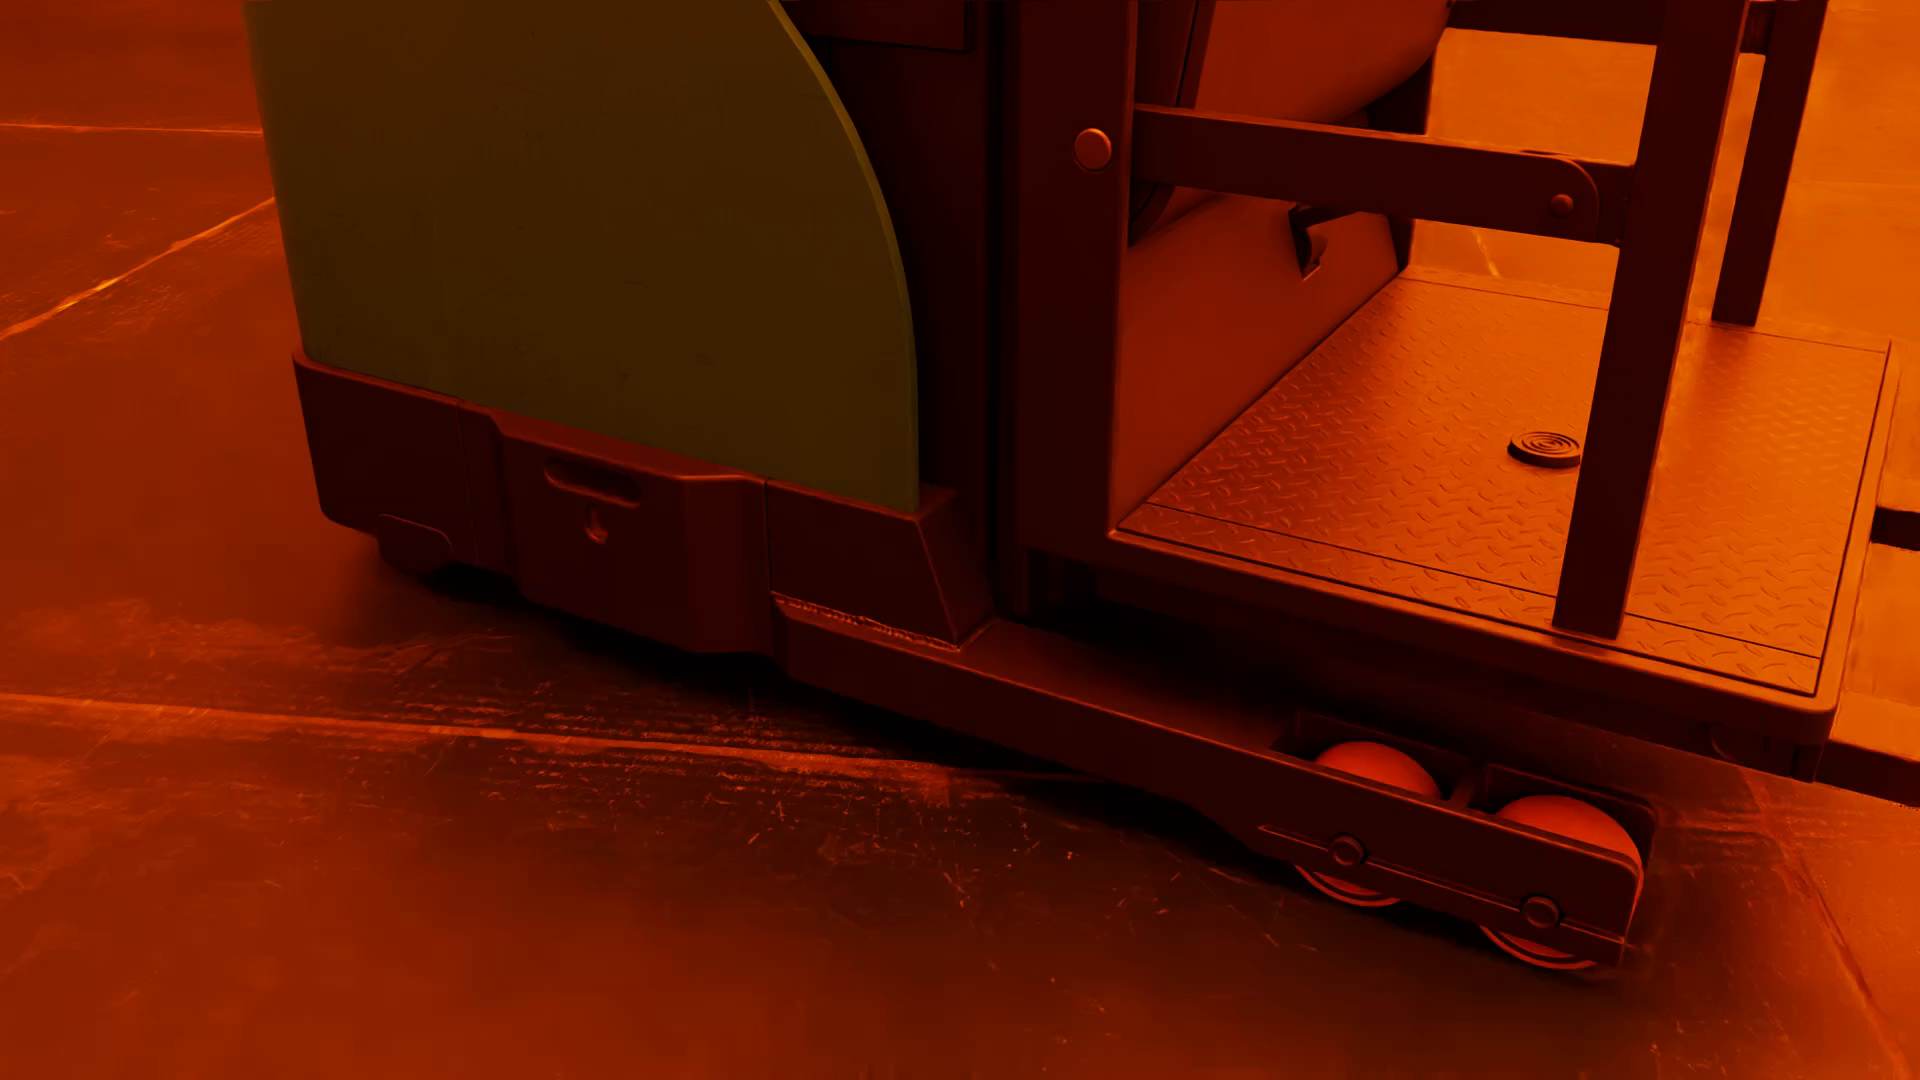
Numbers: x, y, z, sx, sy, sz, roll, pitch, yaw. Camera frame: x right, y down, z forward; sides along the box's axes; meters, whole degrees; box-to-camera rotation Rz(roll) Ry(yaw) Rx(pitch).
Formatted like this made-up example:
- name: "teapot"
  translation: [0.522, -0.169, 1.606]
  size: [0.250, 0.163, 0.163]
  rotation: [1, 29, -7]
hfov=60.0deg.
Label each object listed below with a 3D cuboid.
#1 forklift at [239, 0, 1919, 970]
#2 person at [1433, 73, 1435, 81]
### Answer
- name: "forklift"
  translation: [0.594, -1.159, 1.540]
  size: [3.031, 2.935, 1.130]
  rotation: [14, 30, 26]
- name: "person"
  translation: [1.044, -1.922, 4.472]
  size: [0.668, 1.702, 0.823]
  rotation: [-2, 27, -4]
